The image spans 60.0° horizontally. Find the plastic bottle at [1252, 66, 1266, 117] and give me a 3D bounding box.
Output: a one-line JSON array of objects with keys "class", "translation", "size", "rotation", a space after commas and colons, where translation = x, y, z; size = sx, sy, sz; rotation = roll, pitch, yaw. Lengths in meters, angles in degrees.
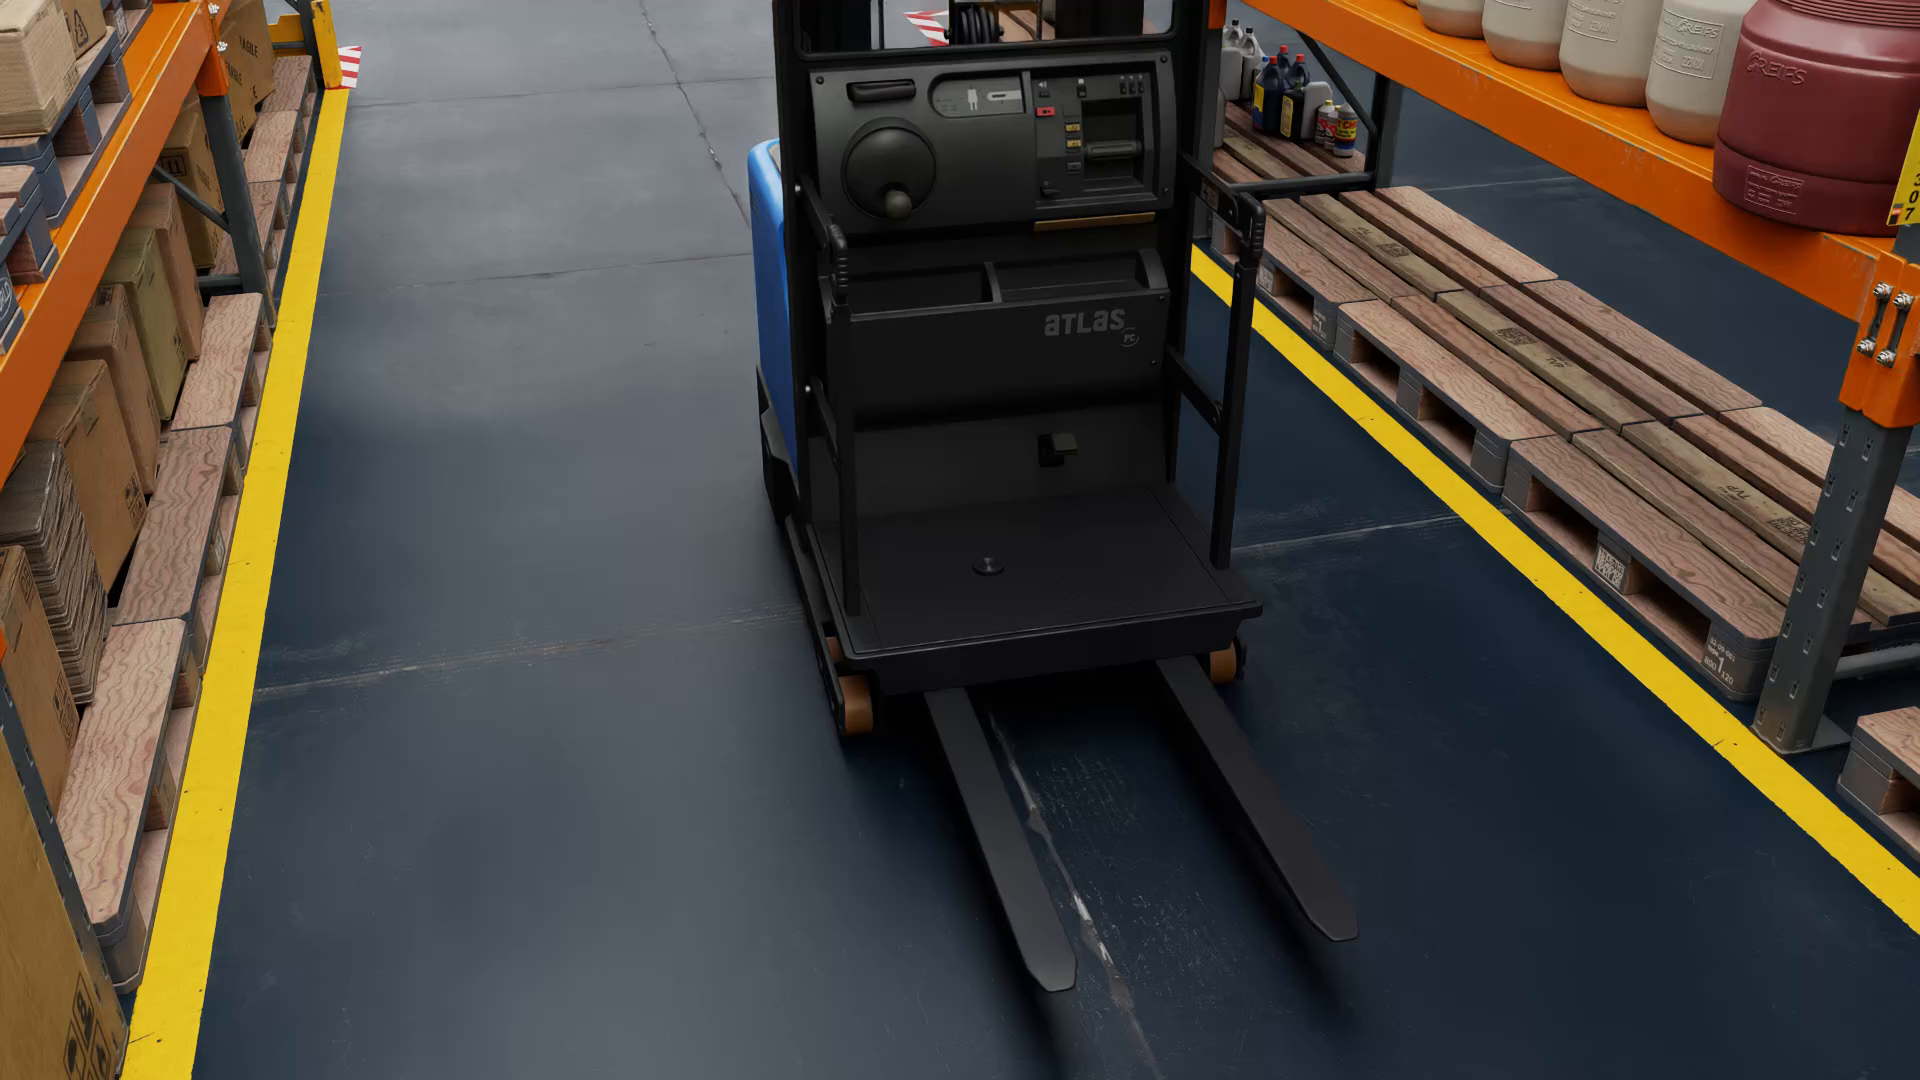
[{"class": "plastic bottle", "translation": [1.547, -2.272, 8.466], "size": [0.097, 0.271, 0.097], "rotation": [0, 30, 0]}]

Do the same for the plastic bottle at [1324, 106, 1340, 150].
[{"class": "plastic bottle", "translation": [1.827, -2.004, 8.073], "size": [0.097, 0.201, 0.097], "rotation": [0, 30, 0]}]

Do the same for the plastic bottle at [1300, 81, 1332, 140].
[{"class": "plastic bottle", "translation": [1.742, -2.140, 8.233], "size": [0.152, 0.276, 0.135], "rotation": [-7, 31, -11]}]

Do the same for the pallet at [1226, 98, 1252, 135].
[{"class": "pallet", "translation": [1.050, -2.477, 9.319], "size": [1.003, 0.211, 1.213], "rotation": [-8, 31, -13]}]

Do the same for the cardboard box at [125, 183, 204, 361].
[{"class": "cardboard box", "translation": [-3.117, -0.914, 5.892], "size": [0.700, 0.500, 0.500], "rotation": [-10, 32, -17]}]

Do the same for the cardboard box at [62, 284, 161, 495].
[{"class": "cardboard box", "translation": [-2.860, -0.411, 5.023], "size": [0.700, 0.500, 0.500], "rotation": [-11, 32, -18]}]

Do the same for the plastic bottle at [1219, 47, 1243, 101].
[{"class": "plastic bottle", "translation": [1.402, -2.485, 8.829], "size": [0.152, 0.276, 0.135], "rotation": [-8, 31, -13]}]

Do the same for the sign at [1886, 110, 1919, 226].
[{"class": "sign", "translation": [2.049, -0.826, 3.520], "size": [0.100, 0.325, 0.005], "rotation": [-8, 31, -13]}]

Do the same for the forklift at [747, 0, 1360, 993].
[{"class": "forklift", "translation": [0.145, -0.963, 3.988], "size": [1.130, 2.935, 3.031], "rotation": [-7, 31, -12]}]

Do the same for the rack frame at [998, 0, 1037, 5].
[{"class": "rack frame", "translation": [0.454, -4.696, 10.368], "size": [1.000, 3.000, 0.127], "rotation": [-8, 31, -13]}]

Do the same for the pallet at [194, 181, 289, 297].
[{"class": "pallet", "translation": [-3.472, -1.218, 7.144], "size": [1.003, 0.211, 1.213], "rotation": [-8, 31, -13]}]

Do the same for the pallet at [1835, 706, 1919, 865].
[{"class": "pallet", "translation": [2.827, 0.750, 3.743], "size": [1.003, 0.211, 1.213], "rotation": [-8, 31, -13]}]

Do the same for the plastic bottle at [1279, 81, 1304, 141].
[{"class": "plastic bottle", "translation": [1.639, -2.129, 8.206], "size": [0.061, 0.283, 0.133], "rotation": [-8, 31, -13]}]

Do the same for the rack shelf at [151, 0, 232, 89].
[{"class": "rack shelf", "translation": [-3.790, -2.760, 7.742], "size": [1.077, 0.370, 4.000], "rotation": [-8, 31, -13]}]

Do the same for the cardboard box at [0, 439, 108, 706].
[{"class": "cardboard box", "translation": [-2.555, 0.131, 4.086], "size": [0.700, 0.500, 0.500], "rotation": [-10, 32, -17]}]

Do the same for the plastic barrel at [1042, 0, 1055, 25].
[{"class": "plastic barrel", "translation": [0.702, -3.493, 10.355], "size": [0.421, 0.512, 0.421], "rotation": [0, 30, 0]}]

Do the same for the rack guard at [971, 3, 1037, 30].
[{"class": "rack guard", "translation": [0.519, -3.583, 10.942], "size": [1.175, 0.500, 0.348], "rotation": [-8, 31, -13]}]

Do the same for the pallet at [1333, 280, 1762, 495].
[{"class": "pallet", "translation": [2.089, -0.592, 6.063], "size": [1.003, 0.211, 1.213], "rotation": [-8, 31, -13]}]

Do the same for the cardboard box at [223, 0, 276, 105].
[{"class": "cardboard box", "translation": [-3.980, -2.549, 8.736], "size": [0.500, 0.500, 0.500], "rotation": [0, 30, 0]}]

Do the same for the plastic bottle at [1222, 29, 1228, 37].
[{"class": "plastic bottle", "translation": [1.441, -2.686, 9.176], "size": [0.152, 0.276, 0.135], "rotation": [-9, 31, -15]}]

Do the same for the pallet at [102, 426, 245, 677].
[{"class": "pallet", "translation": [-2.724, 0.068, 4.922], "size": [1.003, 0.211, 1.213], "rotation": [-8, 31, -13]}]

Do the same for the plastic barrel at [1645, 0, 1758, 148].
[{"class": "plastic barrel", "translation": [2.098, -1.349, 4.474], "size": [0.421, 0.512, 0.421], "rotation": [0, 30, 0]}]

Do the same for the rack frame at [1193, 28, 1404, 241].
[{"class": "rack frame", "translation": [1.516, -2.764, 7.031], "size": [1.000, 3.000, 0.127], "rotation": [-8, 31, -13]}]

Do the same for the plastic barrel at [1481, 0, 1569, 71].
[{"class": "plastic barrel", "translation": [1.868, -1.768, 5.175], "size": [0.433, 0.535, 0.433], "rotation": [0, 30, 0]}]

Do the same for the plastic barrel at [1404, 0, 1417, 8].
[{"class": "plastic barrel", "translation": [1.719, -2.044, 5.926], "size": [0.301, 0.262, 0.301], "rotation": [0, 30, 0]}]

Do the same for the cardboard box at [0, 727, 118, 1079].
[{"class": "cardboard box", "translation": [-2.035, 0.901, 2.402], "size": [1.225, 0.875, 0.875], "rotation": [-9, 31, -16]}]

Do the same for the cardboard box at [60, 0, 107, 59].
[{"class": "cardboard box", "translation": [-2.710, -1.507, 4.337], "size": [0.797, 0.503, 0.637], "rotation": [-5, 30, -8]}]

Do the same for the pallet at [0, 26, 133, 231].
[{"class": "pallet", "translation": [-2.763, -1.041, 4.246], "size": [1.003, 0.211, 1.213], "rotation": [-8, 31, -13]}]

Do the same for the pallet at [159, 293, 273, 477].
[{"class": "pallet", "translation": [-3.052, -0.523, 5.942], "size": [1.003, 0.211, 1.213], "rotation": [-8, 31, -13]}]

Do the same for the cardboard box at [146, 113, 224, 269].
[{"class": "cardboard box", "translation": [-3.327, -1.404, 6.757], "size": [0.500, 0.500, 0.500], "rotation": [-9, 31, -15]}]

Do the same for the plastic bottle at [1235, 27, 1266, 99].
[{"class": "plastic bottle", "translation": [1.539, -2.549, 8.865], "size": [0.144, 0.351, 0.185], "rotation": [-8, 31, -14]}]

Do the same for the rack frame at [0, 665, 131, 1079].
[{"class": "rack frame", "translation": [-2.198, -0.173, 2.555], "size": [1.000, 3.000, 0.127], "rotation": [-8, 31, -13]}]

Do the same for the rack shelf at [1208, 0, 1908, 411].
[{"class": "rack shelf", "translation": [2.047, -1.487, 5.542], "size": [1.077, 0.370, 4.000], "rotation": [-8, 31, -13]}]

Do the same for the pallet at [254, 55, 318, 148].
[{"class": "pallet", "translation": [-4.120, -2.397, 9.180], "size": [1.003, 0.211, 1.213], "rotation": [-8, 31, -13]}]

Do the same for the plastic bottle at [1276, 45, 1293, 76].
[{"class": "plastic bottle", "translation": [1.651, -2.344, 8.510], "size": [0.144, 0.351, 0.185], "rotation": [-9, 31, -15]}]
